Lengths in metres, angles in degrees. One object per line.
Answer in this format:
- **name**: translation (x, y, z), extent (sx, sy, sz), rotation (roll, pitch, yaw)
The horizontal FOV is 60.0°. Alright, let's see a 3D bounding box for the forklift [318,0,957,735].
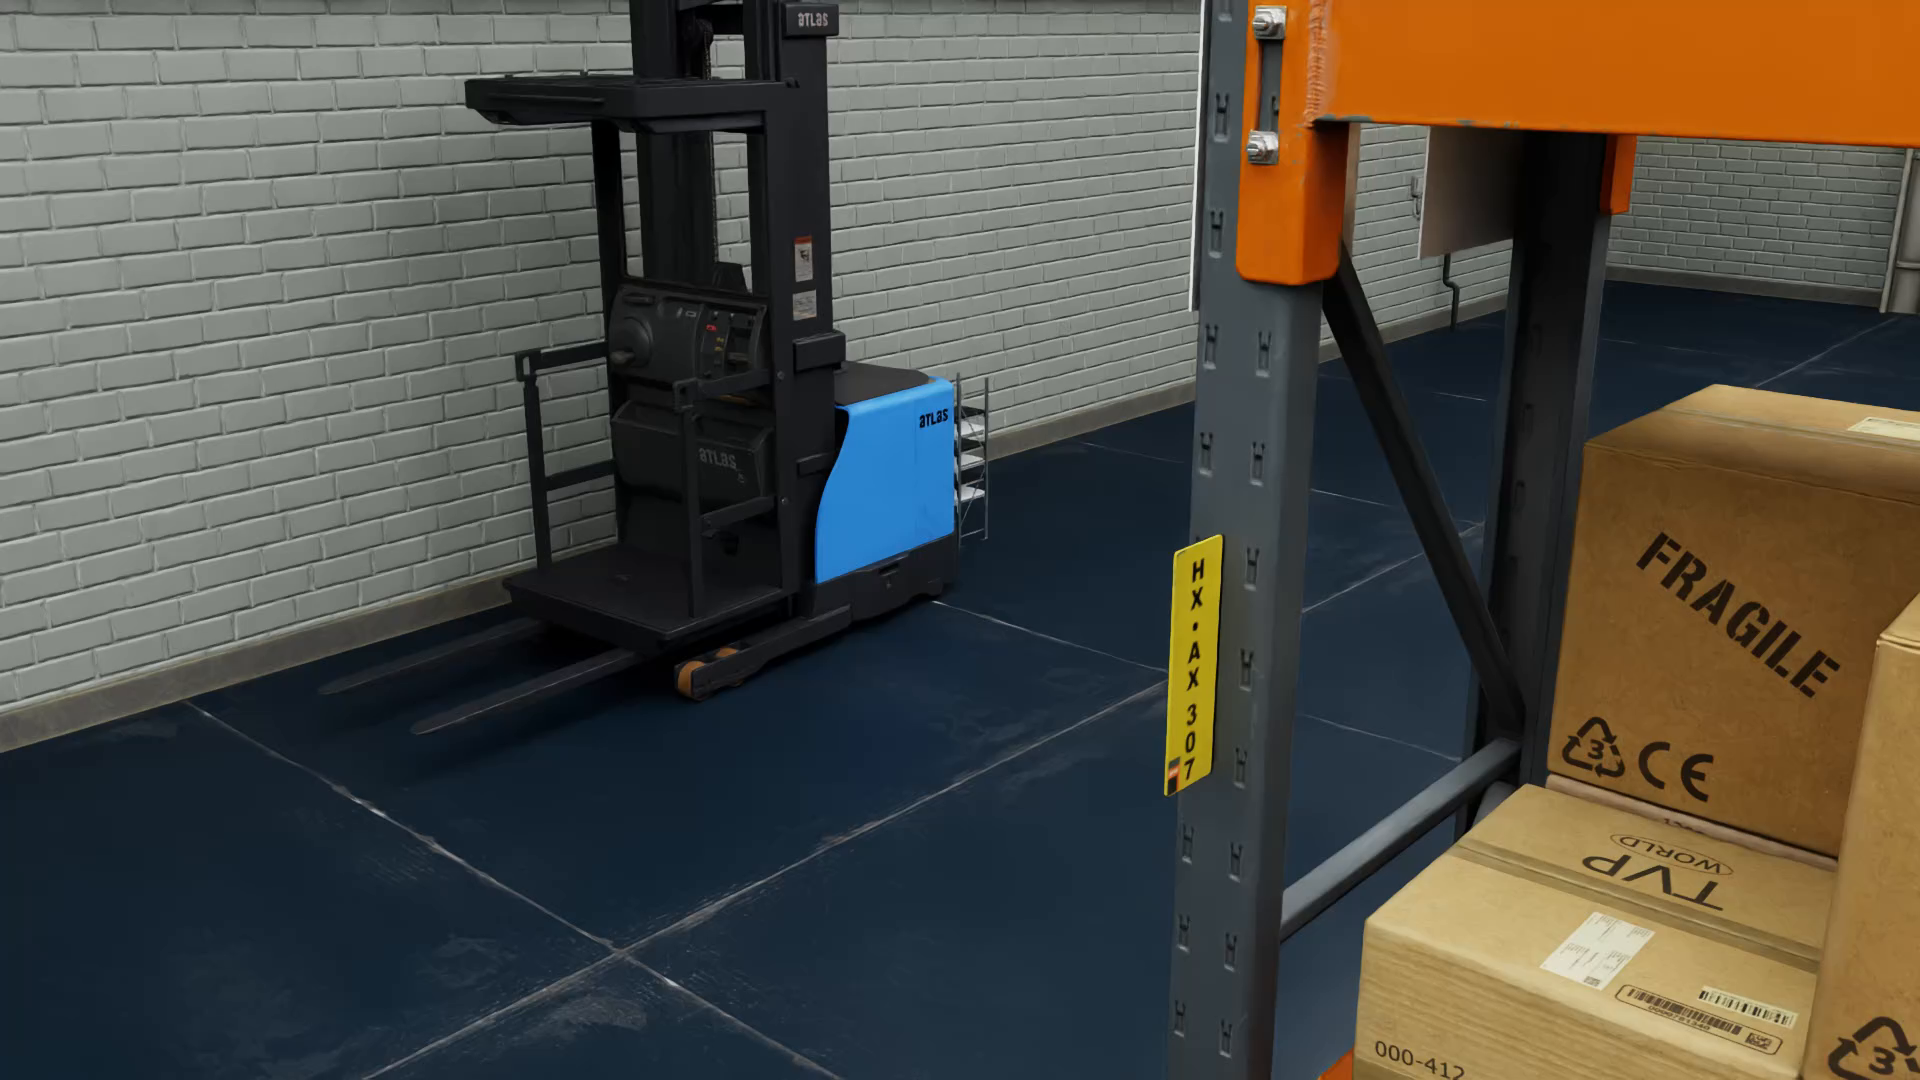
- **forklift**: translation (-1.320, -0.891, 7.074), extent (1.130, 2.935, 3.031), rotation (13, 22, 36)

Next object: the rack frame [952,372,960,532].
- **rack frame**: translation (-0.082, -0.451, 9.045), extent (0.006, 0.900, 0.240), rotation (15, 23, 39)

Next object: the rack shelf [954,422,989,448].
- **rack shelf**: translation (-0.006, -0.570, 8.936), extent (0.200, 0.077, 0.258), rotation (15, 23, 39)

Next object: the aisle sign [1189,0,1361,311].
- **aisle sign**: translation (0.413, -0.700, 2.062), extent (0.004, 0.787, 0.394), rotation (15, 23, 39)

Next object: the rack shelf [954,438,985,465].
- **rack shelf**: translation (-0.006, -0.485, 8.964), extent (0.200, 0.077, 0.258), rotation (15, 23, 39)

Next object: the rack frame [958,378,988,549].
- **rack frame**: translation (0.070, -0.410, 8.916), extent (0.006, 0.900, 0.240), rotation (15, 23, 39)

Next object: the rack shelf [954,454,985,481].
- **rack shelf**: translation (-0.006, -0.399, 8.991), extent (0.200, 0.077, 0.258), rotation (15, 23, 39)

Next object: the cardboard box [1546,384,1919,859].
- **cardboard box**: translation (1.205, 0.096, 2.367), extent (0.500, 0.500, 0.500), rotation (15, 23, 40)

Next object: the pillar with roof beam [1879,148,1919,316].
- **pillar with roof beam**: translation (6.260, -5.511, 11.602), extent (0.400, 9.000, 9.100), rotation (15, 23, 39)

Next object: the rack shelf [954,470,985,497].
- **rack shelf**: translation (-0.006, -0.313, 9.018), extent (0.200, 0.077, 0.258), rotation (15, 23, 39)

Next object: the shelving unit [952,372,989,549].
- **shelving unit**: translation (-0.006, -0.431, 8.981), extent (0.210, 0.900, 0.258), rotation (15, 23, 39)

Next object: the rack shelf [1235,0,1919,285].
- **rack shelf**: translation (2.162, -0.200, 1.014), extent (4.000, 0.370, 1.077), rotation (15, 23, 39)

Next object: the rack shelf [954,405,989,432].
- **rack shelf**: translation (-0.006, -0.656, 8.909), extent (0.200, 0.077, 0.258), rotation (15, 23, 39)

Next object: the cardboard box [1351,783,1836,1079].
- **cardboard box**: translation (0.846, 0.572, 2.106), extent (0.500, 0.250, 0.500), rotation (14, 23, 38)

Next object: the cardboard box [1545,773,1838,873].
- **cardboard box**: translation (1.204, 0.452, 2.484), extent (0.500, 0.250, 0.500), rotation (15, 23, 38)

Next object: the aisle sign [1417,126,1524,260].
- **aisle sign**: translation (0.811, -0.836, 2.490), extent (0.004, 0.787, 0.394), rotation (15, 23, 39)

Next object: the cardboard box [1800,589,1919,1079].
- **cardboard box**: translation (1.220, 0.315, 1.676), extent (0.500, 0.500, 0.500), rotation (14, 23, 38)

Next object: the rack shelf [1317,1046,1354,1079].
- **rack shelf**: translation (2.162, 1.230, 1.467), extent (4.000, 0.370, 1.077), rotation (15, 23, 39)

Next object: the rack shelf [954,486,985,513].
- **rack shelf**: translation (-0.006, -0.227, 9.045), extent (0.200, 0.077, 0.258), rotation (15, 23, 39)

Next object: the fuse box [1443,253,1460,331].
- **fuse box**: translation (4.514, -2.716, 14.840), extent (0.414, 1.711, 0.539), rotation (15, 23, 39)

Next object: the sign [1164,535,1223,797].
- **sign**: translation (0.293, 0.159, 2.089), extent (0.005, 0.325, 0.100), rotation (15, 23, 39)

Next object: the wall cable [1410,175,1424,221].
- **wall cable**: translation (3.944, -3.691, 14.104), extent (0.122, 1.984, 0.588), rotation (15, 23, 39)
